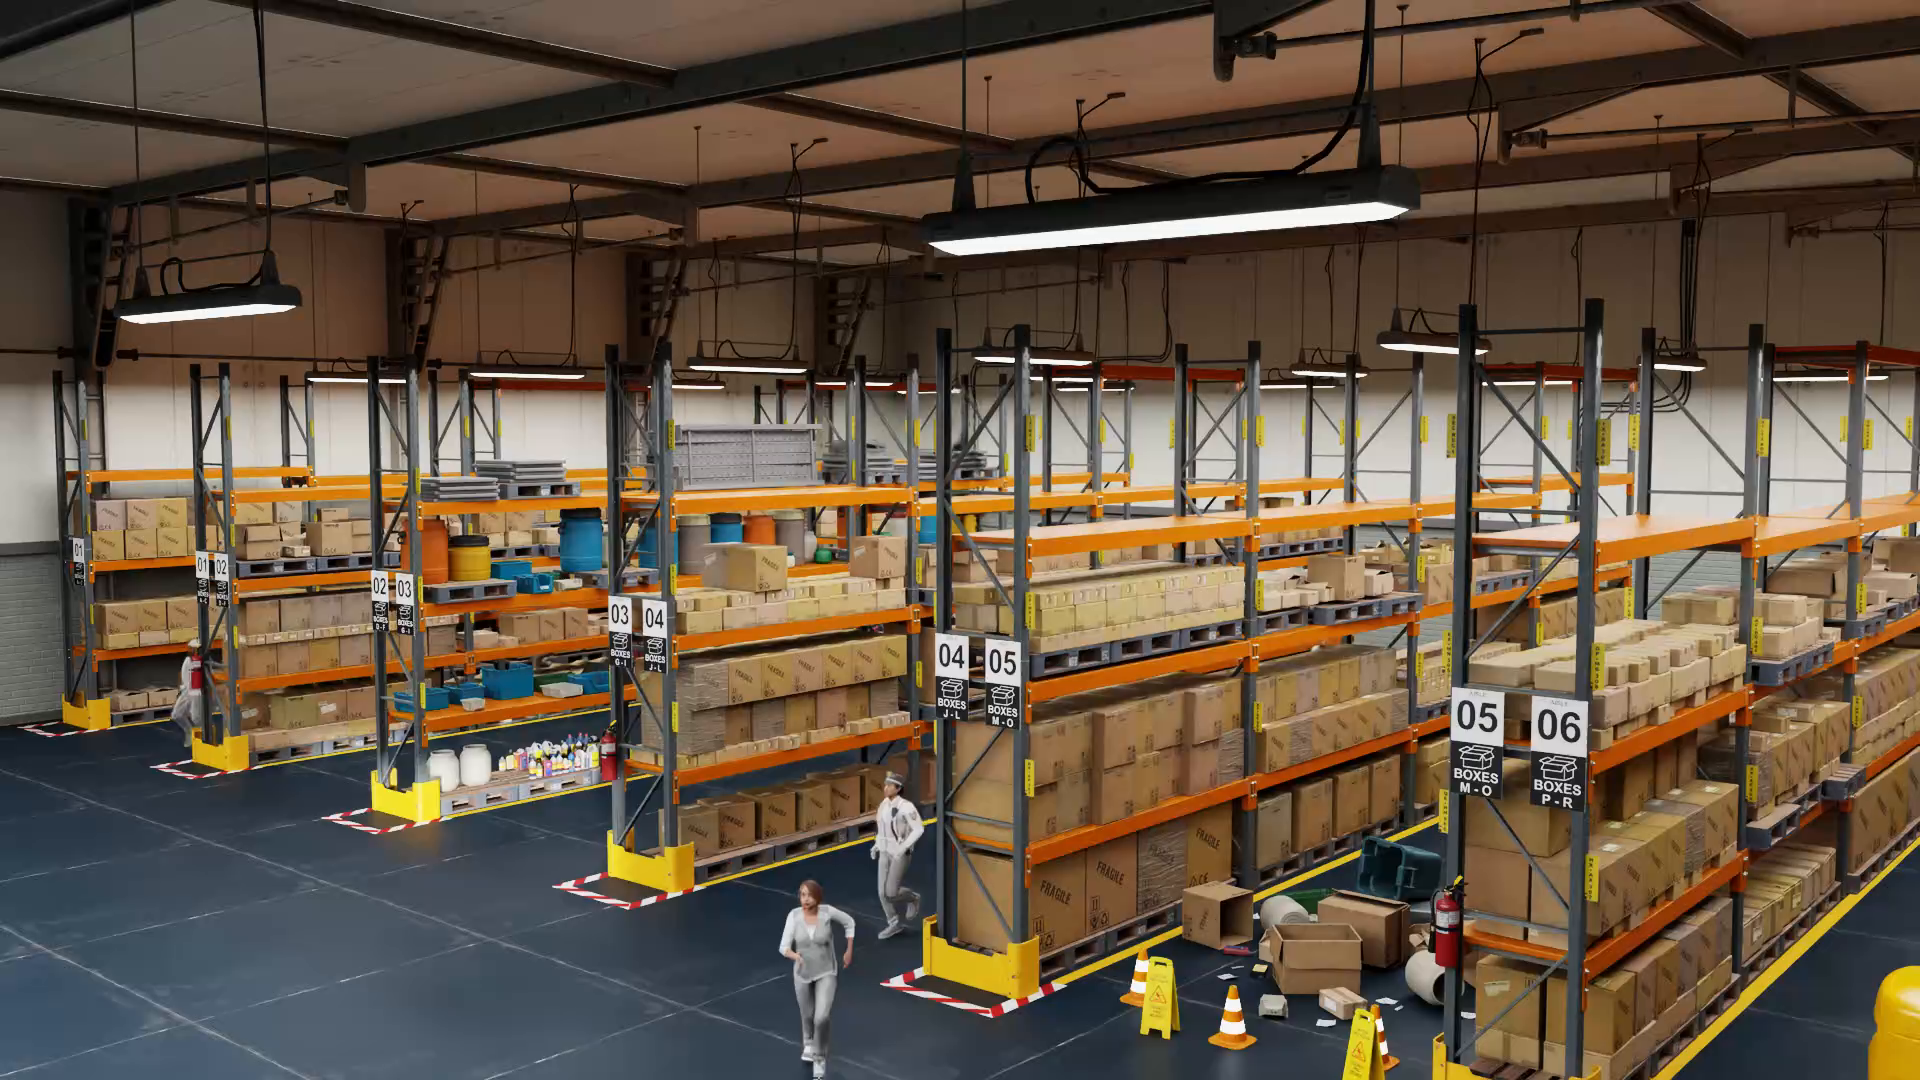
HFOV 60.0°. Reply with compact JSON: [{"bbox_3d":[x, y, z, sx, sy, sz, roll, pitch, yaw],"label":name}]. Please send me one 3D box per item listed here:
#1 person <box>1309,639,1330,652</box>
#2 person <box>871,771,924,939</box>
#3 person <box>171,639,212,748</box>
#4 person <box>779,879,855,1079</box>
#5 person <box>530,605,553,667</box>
[{"bbox_3d":[5.785,2.351,26.645,0.643,1.839,0.752,2,5,30],"label":"person"},{"bbox_3d":[-0.618,3.139,16.712,0.616,1.673,0.518,4,6,44],"label":"person"},{"bbox_3d":[-12.000,2.417,26.047,0.665,1.741,0.657,2,5,27],"label":"person"},{"bbox_3d":[-1.119,3.425,12.998,0.547,1.596,0.817,0,4,6],"label":"person"},{"bbox_3d":[-8.114,1.983,32.117,0.665,1.699,0.945,2,5,28],"label":"person"}]
